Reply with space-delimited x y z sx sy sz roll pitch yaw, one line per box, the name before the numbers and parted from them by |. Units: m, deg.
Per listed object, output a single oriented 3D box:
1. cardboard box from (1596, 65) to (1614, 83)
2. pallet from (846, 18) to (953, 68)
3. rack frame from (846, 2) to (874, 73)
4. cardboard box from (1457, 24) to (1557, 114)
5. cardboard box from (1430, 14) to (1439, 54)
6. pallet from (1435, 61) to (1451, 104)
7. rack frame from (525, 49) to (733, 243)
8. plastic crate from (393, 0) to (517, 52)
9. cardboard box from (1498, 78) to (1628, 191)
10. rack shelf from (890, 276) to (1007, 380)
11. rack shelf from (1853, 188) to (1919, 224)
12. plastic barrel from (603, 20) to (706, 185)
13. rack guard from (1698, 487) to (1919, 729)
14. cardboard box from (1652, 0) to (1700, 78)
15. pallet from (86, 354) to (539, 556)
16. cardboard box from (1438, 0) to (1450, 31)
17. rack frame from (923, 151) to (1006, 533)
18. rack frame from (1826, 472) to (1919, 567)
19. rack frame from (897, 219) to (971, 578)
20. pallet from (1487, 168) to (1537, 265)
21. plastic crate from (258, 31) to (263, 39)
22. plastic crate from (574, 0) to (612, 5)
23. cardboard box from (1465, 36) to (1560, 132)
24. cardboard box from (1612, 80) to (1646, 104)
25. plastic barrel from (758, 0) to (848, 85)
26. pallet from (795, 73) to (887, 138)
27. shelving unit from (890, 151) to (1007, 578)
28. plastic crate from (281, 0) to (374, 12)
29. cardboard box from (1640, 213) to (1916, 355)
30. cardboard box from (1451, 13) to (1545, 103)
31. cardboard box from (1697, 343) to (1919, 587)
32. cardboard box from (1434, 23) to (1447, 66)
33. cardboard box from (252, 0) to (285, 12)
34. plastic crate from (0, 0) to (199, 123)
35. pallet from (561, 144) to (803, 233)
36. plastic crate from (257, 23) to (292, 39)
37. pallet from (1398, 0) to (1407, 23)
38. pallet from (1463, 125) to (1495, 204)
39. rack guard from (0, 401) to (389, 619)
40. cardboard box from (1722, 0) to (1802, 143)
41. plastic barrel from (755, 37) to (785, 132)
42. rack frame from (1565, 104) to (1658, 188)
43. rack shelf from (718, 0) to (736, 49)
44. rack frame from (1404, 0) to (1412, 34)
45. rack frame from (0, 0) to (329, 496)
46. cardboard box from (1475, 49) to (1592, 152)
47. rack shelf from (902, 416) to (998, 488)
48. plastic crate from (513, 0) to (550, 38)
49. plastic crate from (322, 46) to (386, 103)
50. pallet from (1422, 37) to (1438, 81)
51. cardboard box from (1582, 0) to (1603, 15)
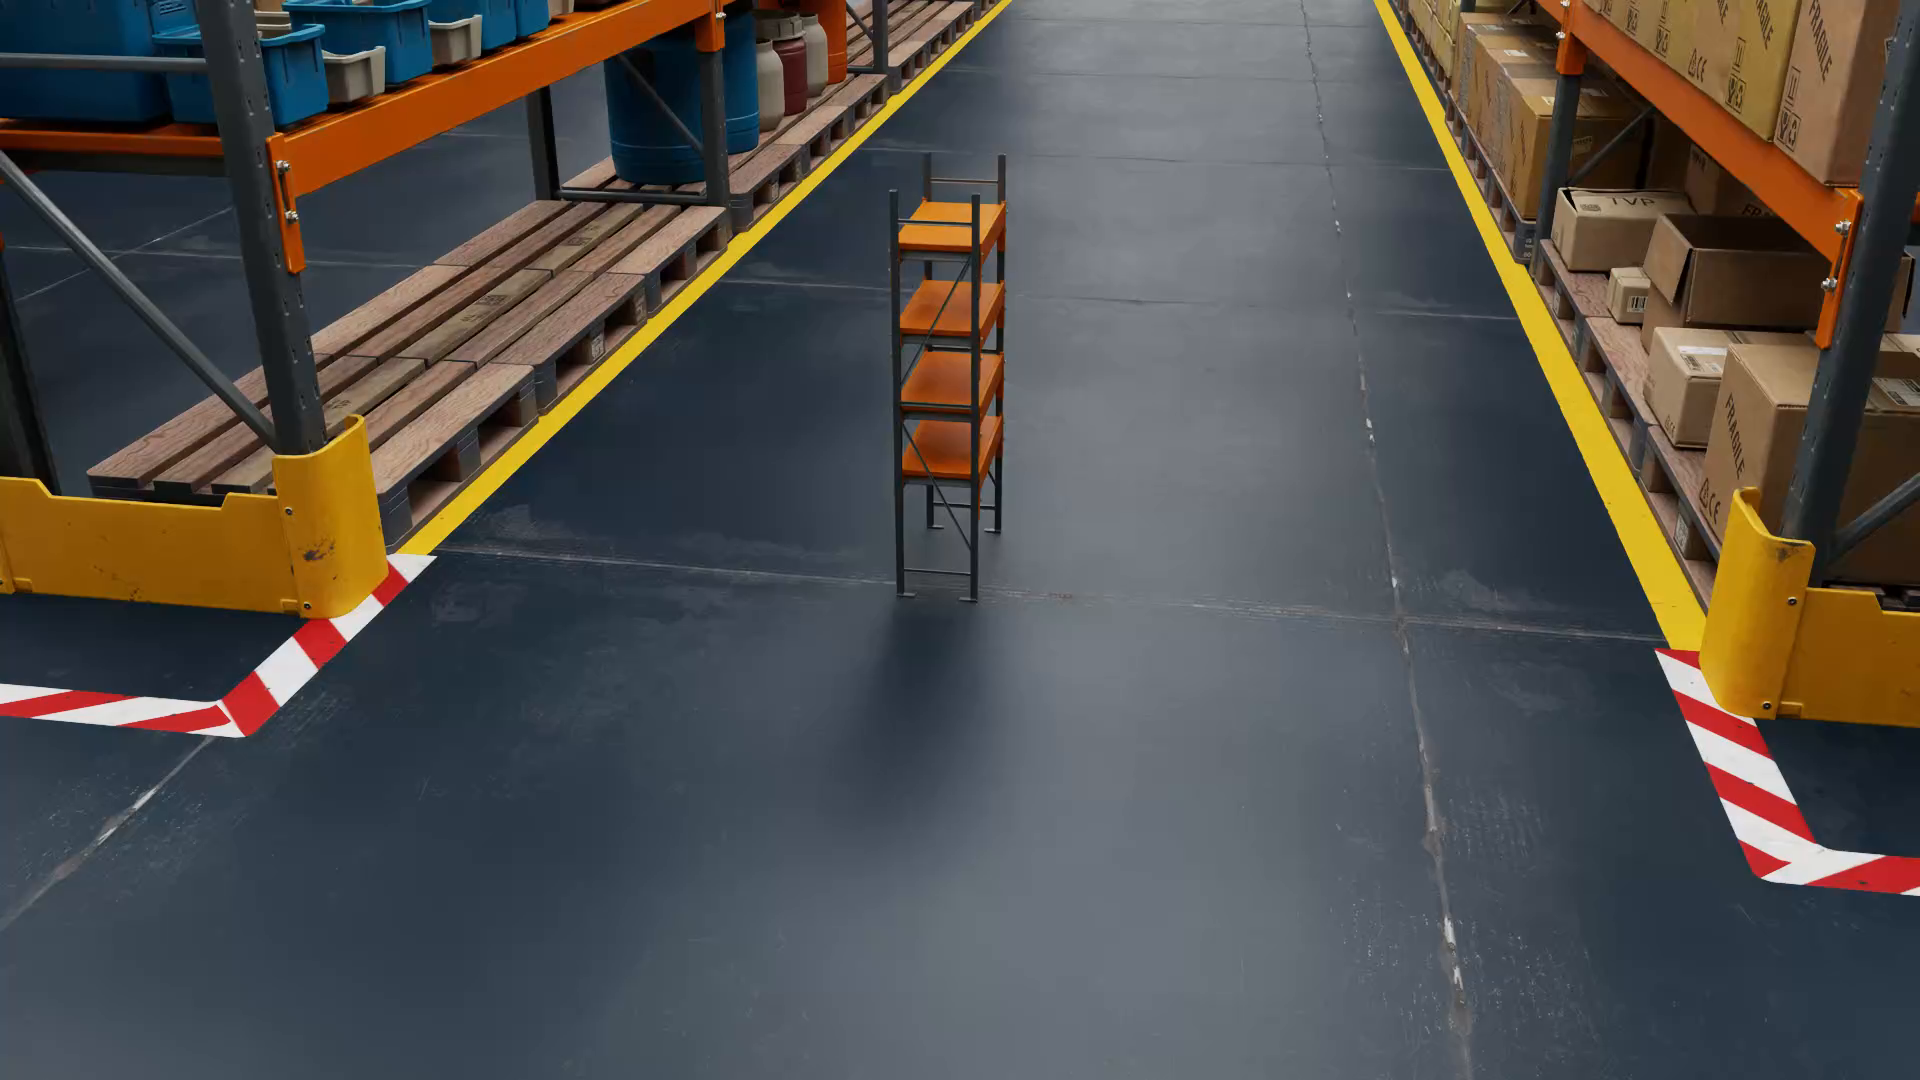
cardboard box | 3.697 -2.263 8.976 0.500 0.500 0.500 4 25 9
pallet | -0.653 -4.163 13.895 1.003 0.211 1.213 4 25 9
rack frame | -1.023 -4.596 11.531 0.949 2.616 0.053 4 25 9
cardboard box | 3.430 -2.928 10.398 0.500 0.500 0.500 3 25 7
cardboard box | 3.877 -3.859 12.704 0.500 0.250 0.500 5 25 10
pallet | 1.155 -3.956 10.150 6.198 3.011 5.144 4 25 9
rack frame | -1.674 -2.923 7.957 1.000 3.000 0.127 4 25 9
plastic crate | -1.747 -1.833 5.754 0.416 0.233 0.300 4 25 9
cardboard box | 3.099 -2.078 8.581 0.500 0.500 0.500 4 25 9
rack shelf | -0.027 -0.616 4.781 0.258 0.148 0.480 4 25 9
rack shelf | 2.886 -1.537 5.529 0.919 0.052 3.809 4 25 9
plastic barrel | -1.568 -2.389 8.796 0.600 0.901 0.708 4 25 9
rack guard | 2.571 0.195 4.244 1.175 0.500 0.348 4 25 9
cardboard box | 2.614 -1.793 5.425 0.500 0.500 0.500 4 25 8
pallet | -2.154 -0.329 5.705 1.003 0.211 1.213 4 25 9
cardboard box | 3.787 -3.904 12.139 0.500 0.311 0.500 4 25 8
rack frame | 0.013 -0.576 5.066 0.240 1.200 0.015 4 25 9
rack frame | 2.562 -0.905 3.645 0.949 2.616 0.053 4 25 9
rack frame | -0.068 -0.372 4.630 0.228 1.046 0.006 4 25 9
pallet | 3.308 -1.658 8.544 1.003 0.211 1.213 4 25 9
plastic crate | -2.373 -1.511 5.181 0.396 0.136 0.243 4 25 9
plastic crate | -1.592 -2.339 6.962 0.437 0.125 0.590 4 25 9
cardboard box | 3.829 -3.251 11.026 1.136 0.551 3.017 3 25 7
cardboard box | 3.608 -2.055 8.531 0.500 0.500 0.500 4 25 9
plastic barrel | -1.083 -3.598 11.462 0.600 0.830 0.708 4 25 9
pallet | -1.108 -3.000 11.411 1.003 0.211 1.213 4 25 9
shelving unit | -0.027 -0.475 4.850 0.258 1.200 0.499 4 25 9
plastic crate | -2.260 -1.875 5.958 0.298 0.136 0.250 4 25 9
cardboard box | 2.911 -0.861 5.977 0.797 0.503 0.637 4 25 9
cardboard box | 3.510 -3.148 10.866 0.500 0.500 0.500 5 26 11
cardboard box | 2.405 -0.217 4.605 0.500 0.500 0.500 4 25 9
cardboard box | 3.792 -3.649 12.255 0.500 0.250 0.500 4 25 8
cardboard box | -5.817 -4.288 13.302 0.700 0.500 0.500 3 25 6
plastic crate | -2.457 -1.446 4.689 0.616 0.435 0.499 4 25 9
pallet | -1.506 -1.980 9.231 1.003 0.211 1.213 4 25 9
plastic crate | -2.311 -1.632 5.438 0.396 0.136 0.243 4 25 9
pallet | 4.691 -4.991 15.664 1.003 0.211 1.213 4 25 9
pallet | 3.505 -2.170 9.637 1.003 0.211 1.213 4 25 9
rack guard | -2.318 -0.107 4.889 1.175 0.500 0.348 4 25 9
cardboard box | 2.445 -1.374 4.529 0.500 0.500 0.500 4 25 9
plastic barrel | -1.272 -2.739 10.003 0.421 0.512 0.421 0 25 0
rack frame | 3.216 -2.578 7.220 0.949 2.616 0.053 4 25 9
rack shelf | -1.347 -3.434 9.896 1.077 0.370 4.000 4 25 9
rack frame | 4.520 -5.924 14.368 1.000 3.000 0.127 4 25 9
rack frame | -2.327 -1.250 4.382 1.000 3.000 0.127 4 25 9
cardboard box | 3.263 -2.500 9.483 0.500 0.500 0.500 3 25 7
rack shelf | -0.027 -0.269 4.944 0.221 0.050 0.457 4 25 9
plastic crate | -1.698 -1.958 6.022 0.416 0.233 0.300 4 25 9
plastic crate | -1.828 -1.367 4.872 0.250 0.136 0.298 4 25 9
pallet | 4.241 -3.839 13.202 1.003 0.211 1.213 4 25 9
cardboard box | 2.860 -2.429 6.784 0.500 0.500 0.500 5 25 10
